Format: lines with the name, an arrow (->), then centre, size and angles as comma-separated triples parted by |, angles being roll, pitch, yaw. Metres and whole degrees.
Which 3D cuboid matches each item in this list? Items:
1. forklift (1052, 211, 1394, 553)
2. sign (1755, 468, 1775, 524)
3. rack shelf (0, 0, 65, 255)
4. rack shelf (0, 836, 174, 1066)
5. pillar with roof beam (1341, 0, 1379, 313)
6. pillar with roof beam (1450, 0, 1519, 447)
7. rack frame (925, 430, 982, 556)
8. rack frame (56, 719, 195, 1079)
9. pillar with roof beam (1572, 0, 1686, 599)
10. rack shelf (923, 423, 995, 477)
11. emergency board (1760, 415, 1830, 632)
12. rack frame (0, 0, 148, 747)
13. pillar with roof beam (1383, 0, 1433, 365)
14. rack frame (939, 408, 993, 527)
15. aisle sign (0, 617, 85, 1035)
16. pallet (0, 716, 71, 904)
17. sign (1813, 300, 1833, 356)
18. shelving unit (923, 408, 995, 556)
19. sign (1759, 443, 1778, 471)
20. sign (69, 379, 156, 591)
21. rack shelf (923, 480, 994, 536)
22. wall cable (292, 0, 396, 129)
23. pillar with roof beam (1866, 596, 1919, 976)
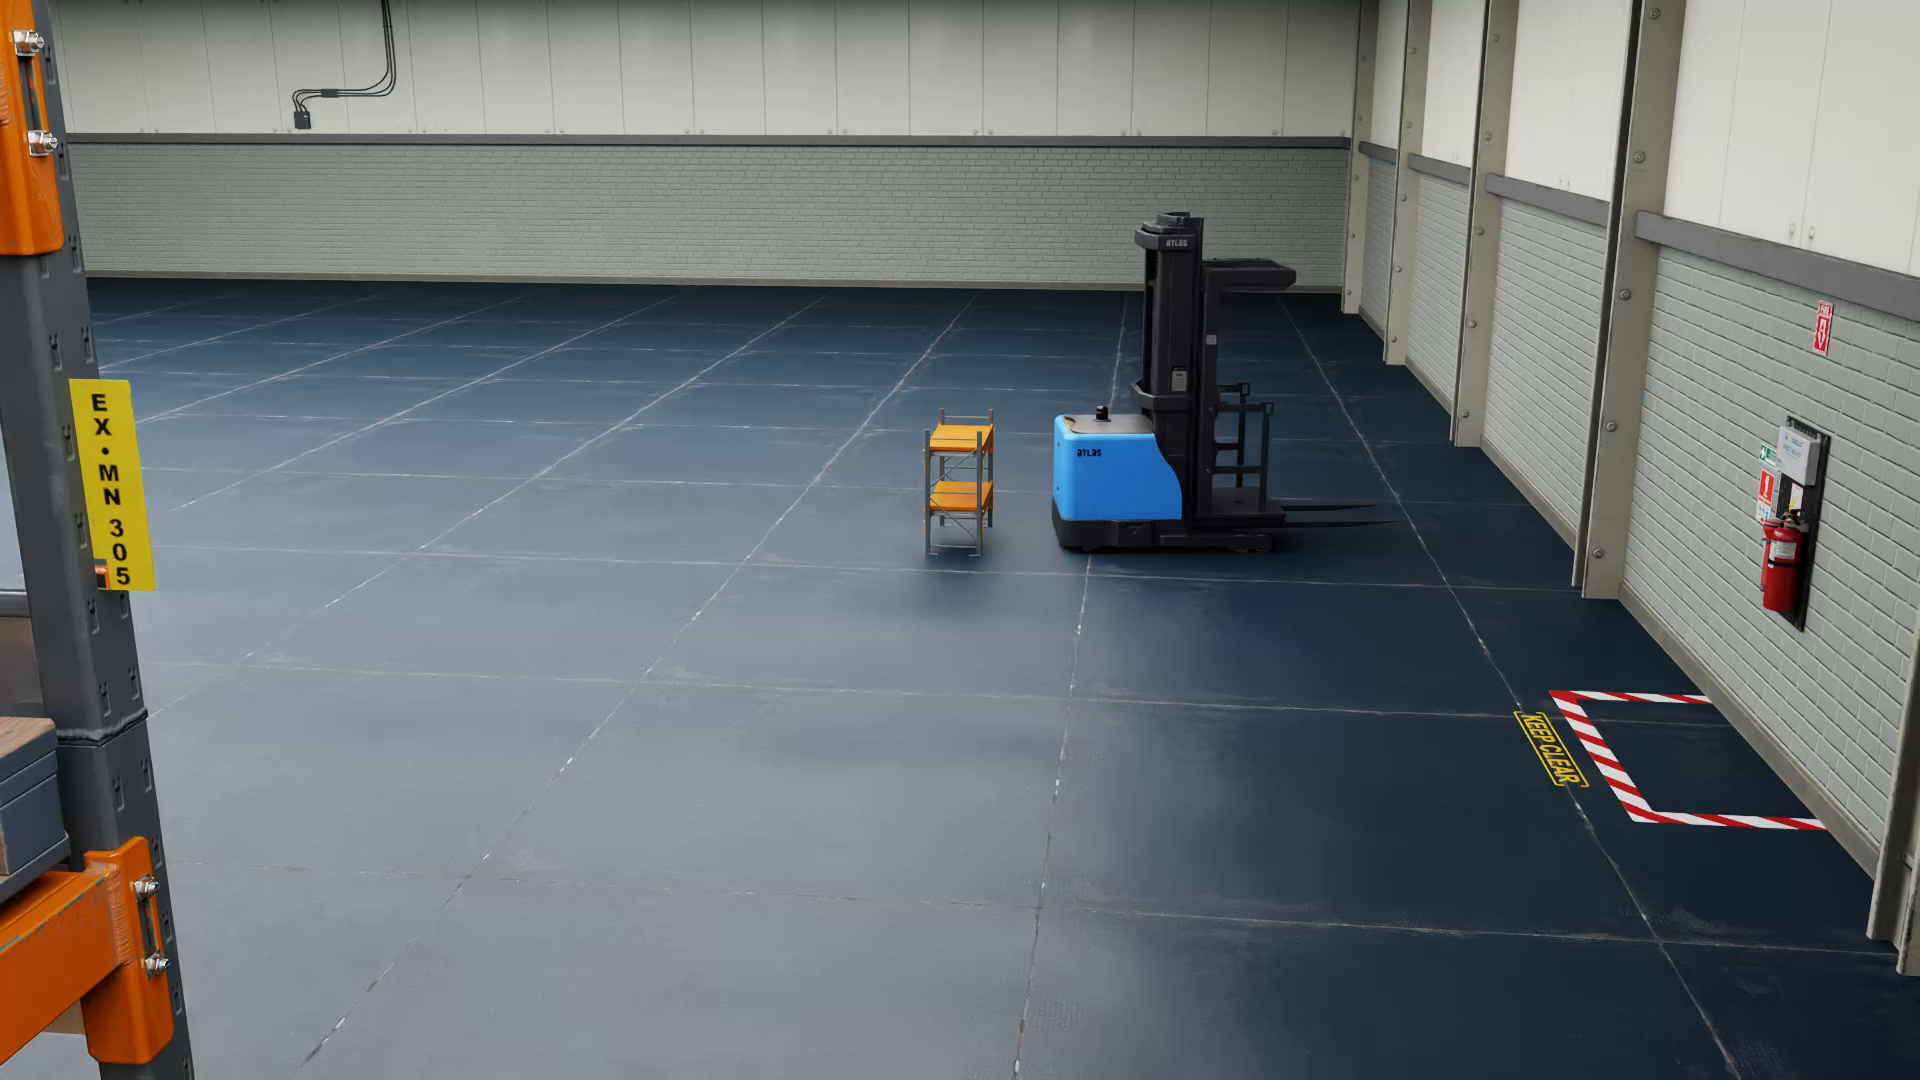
forklift -> 2.396, -1.438, 14.953 | 3.031, 2.935, 1.130 | -1, 15, -2
sign -> 5.042, -0.265, 10.414 | 0.001, 0.329, 0.234 | 2, 15, 6
rack shelf -> -2.045, -0.100, 0.525 | 1.077, 0.370, 4.000 | 2, 15, 6
rack shelf -> -2.045, 1.155, 0.864 | 1.077, 0.370, 4.000 | 2, 15, 6
pillar with roof beam -> 2.991, -8.715, 30.239 | 9.100, 9.000, 0.400 | 2, 15, 6
pillar with roof beam -> 1.637, -5.602, 18.729 | 9.100, 9.000, 0.400 | 2, 15, 6
rack frame -> -0.058, -0.409, 14.609 | 0.500, 1.125, 0.032 | 2, 15, 6
rack frame -> -1.819, 1.737, 3.080 | 1.000, 3.000, 0.127 | 2, 15, 6
pillar with roof beam -> 0.960, -4.046, 12.974 | 9.100, 9.000, 0.400 | 2, 15, 6
rack shelf -> -0.001, -0.824, 15.020 | 0.538, 0.278, 1.000 | 2, 15, 6
emergency board -> 4.877, -0.107, 9.900 | 0.194, 1.169, 0.643 | 2, 15, 6
rack frame -> -1.819, -1.159, 2.297 | 1.000, 3.000, 0.127 | 2, 15, 6
pillar with roof beam -> 2.314, -7.159, 24.484 | 9.100, 9.000, 0.400 | 2, 15, 6
rack frame -> 0.057, -0.673, 15.584 | 0.500, 1.125, 0.032 | 2, 15, 6
aisle sign -> -1.520, 0.474, 2.772 | 0.394, 0.787, 0.004 | 2, 15, 6
pallet -> -1.925, 0.514, 2.025 | 1.003, 0.211, 1.213 | 2, 15, 6
sign -> 4.977, -1.225, 9.594 | 0.001, 0.298, 0.199 | 2, 15, 6
shelving unit -> -0.001, -0.541, 15.097 | 0.538, 1.125, 1.048 | 2, 15, 6
sign -> 5.033, -0.520, 10.341 | 0.001, 0.109, 0.331 | 2, 15, 6
sign -> -1.282, -0.081, 2.511 | 0.100, 0.325, 0.005 | 2, 15, 6
rack shelf -> -0.001, -0.305, 15.161 | 0.538, 0.278, 1.000 | 2, 15, 6
wall cable -> -12.953, -11.599, 34.390 | 2.305, 6.003, 0.169 | 2, 15, 6
pillar with roof beam -> 0.283, -2.490, 7.219 | 9.100, 9.000, 0.400 | 2, 15, 6
